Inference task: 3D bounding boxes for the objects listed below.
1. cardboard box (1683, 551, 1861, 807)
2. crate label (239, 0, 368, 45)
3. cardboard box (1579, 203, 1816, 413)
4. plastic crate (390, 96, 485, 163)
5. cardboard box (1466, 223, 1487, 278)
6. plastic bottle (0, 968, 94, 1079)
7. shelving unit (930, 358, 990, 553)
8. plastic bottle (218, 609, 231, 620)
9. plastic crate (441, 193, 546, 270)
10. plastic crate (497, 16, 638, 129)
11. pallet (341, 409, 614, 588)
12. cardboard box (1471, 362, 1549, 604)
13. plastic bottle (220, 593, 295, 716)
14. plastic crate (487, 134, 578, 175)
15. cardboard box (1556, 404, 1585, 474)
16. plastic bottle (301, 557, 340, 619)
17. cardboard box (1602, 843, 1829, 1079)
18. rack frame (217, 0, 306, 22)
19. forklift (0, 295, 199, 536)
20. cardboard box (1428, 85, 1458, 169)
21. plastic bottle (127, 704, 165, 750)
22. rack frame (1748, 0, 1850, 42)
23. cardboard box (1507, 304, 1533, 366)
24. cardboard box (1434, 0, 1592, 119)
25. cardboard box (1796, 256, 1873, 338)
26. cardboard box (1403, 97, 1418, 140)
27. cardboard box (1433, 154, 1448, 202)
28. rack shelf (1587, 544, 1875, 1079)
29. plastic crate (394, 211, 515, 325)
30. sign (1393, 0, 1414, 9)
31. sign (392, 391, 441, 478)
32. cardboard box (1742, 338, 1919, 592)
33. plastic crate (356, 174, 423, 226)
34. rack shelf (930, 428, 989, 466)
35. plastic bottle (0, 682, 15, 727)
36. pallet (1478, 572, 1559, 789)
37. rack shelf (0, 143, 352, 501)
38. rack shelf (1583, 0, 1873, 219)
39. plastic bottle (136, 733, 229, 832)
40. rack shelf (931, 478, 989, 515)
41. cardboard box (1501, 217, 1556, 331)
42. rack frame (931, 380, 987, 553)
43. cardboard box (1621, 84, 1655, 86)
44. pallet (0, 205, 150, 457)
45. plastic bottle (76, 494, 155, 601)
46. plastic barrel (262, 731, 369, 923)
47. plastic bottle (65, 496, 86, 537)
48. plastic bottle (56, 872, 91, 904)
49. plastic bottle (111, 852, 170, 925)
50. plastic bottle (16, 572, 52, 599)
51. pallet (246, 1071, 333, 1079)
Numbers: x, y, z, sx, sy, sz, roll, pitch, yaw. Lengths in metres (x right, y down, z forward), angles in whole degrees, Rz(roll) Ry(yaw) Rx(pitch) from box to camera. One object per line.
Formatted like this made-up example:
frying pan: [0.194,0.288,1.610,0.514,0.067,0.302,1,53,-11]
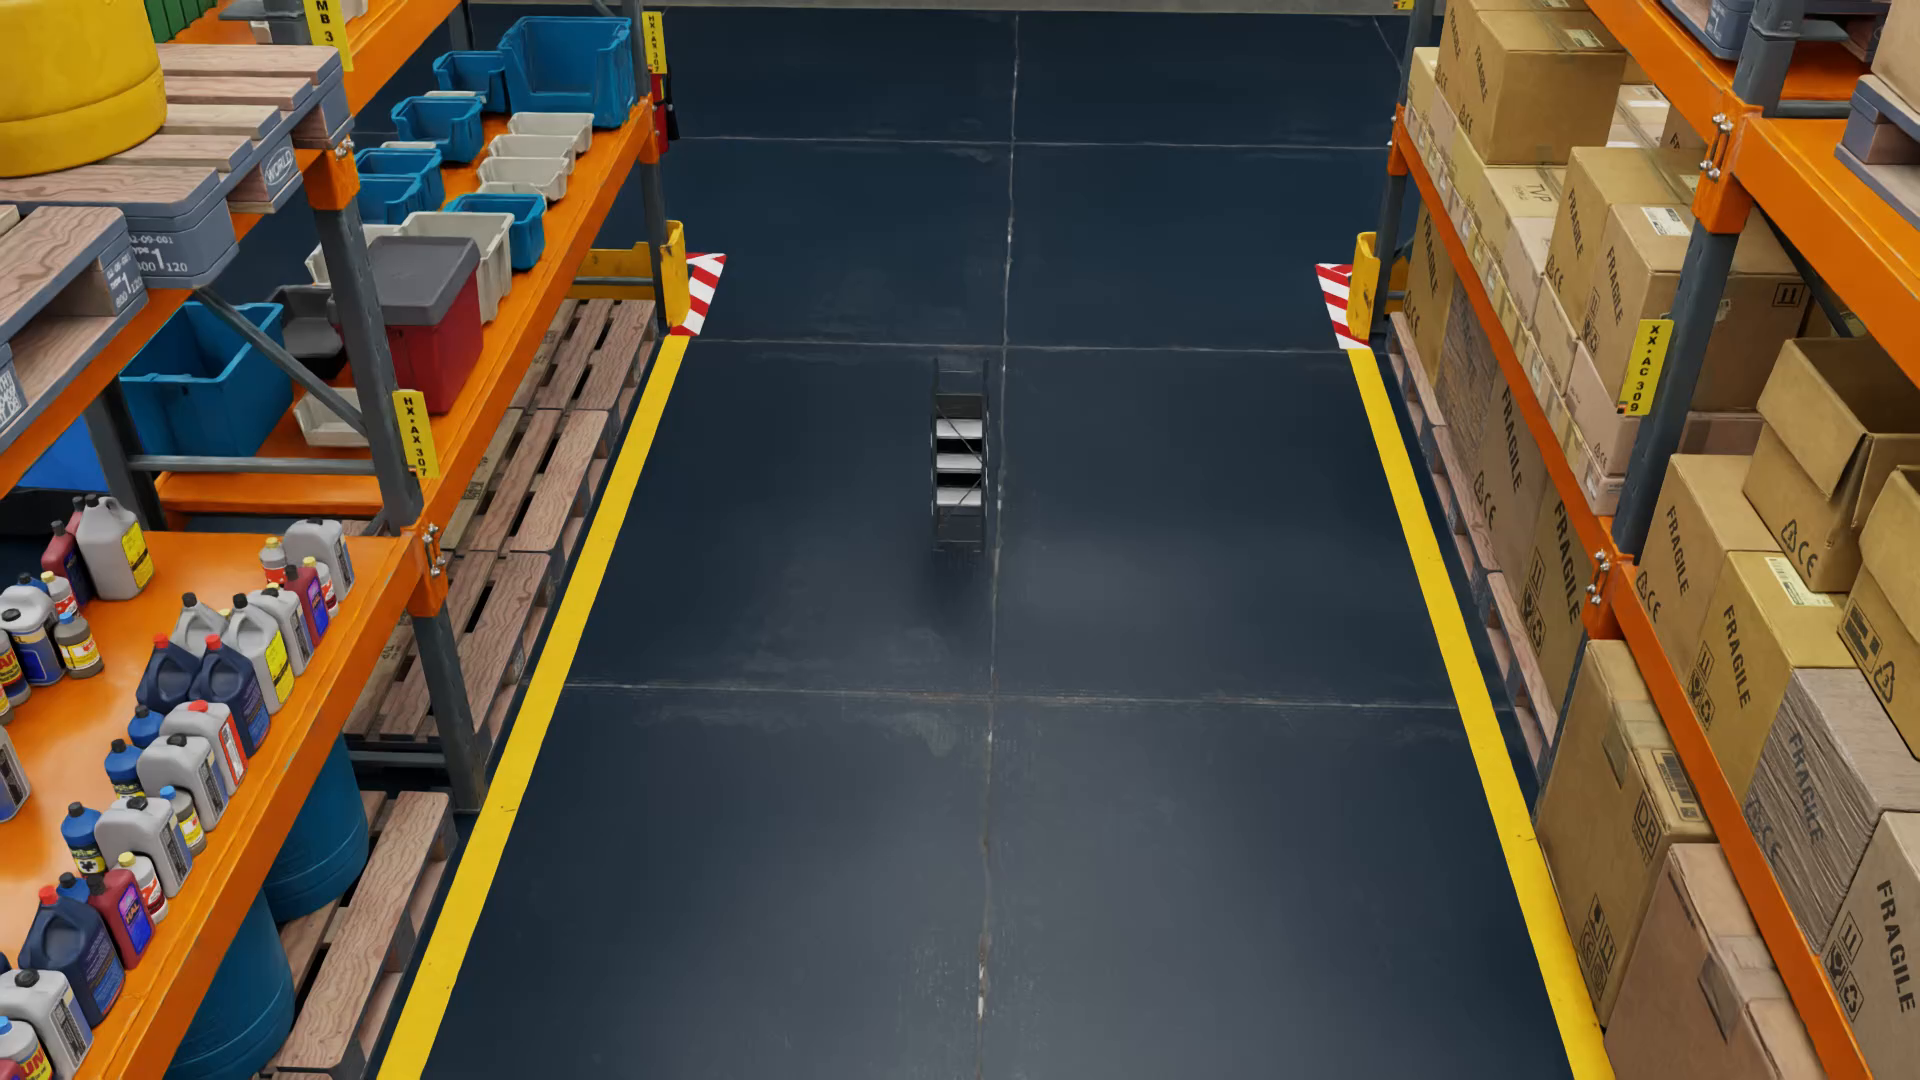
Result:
cardboard box: [2.353,0.381,4.512,0.500,0.500,0.500,1,35,2]
crate label: [-2.000,-1.634,5.086,0.293,0.136,0.466,1,35,2]
cardboard box: [2.392,-0.763,5.446,0.500,0.500,0.500,2,35,3]
plastic crate: [-2.513,-1.982,8.054,0.416,0.233,0.300,1,35,2]
cardboard box: [2.397,-1.241,7.125,0.380,0.149,0.250,0,35,1]
plastic bottle: [-2.073,1.071,3.725,0.152,0.276,0.135,1,35,2]
shelving unit: [0.000,-0.373,7.498,0.258,0.900,0.210,1,35,2]
plastic bottle: [-2.142,0.293,4.897,0.097,0.201,0.097,0,35,0]
plastic crate: [-1.974,-1.308,7.096,0.416,0.233,0.300,1,35,2]
plastic crate: [-1.975,-2.380,8.445,0.616,0.435,0.499,1,35,2]
pallet: [-2.272,-0.225,7.887,1.003,0.211,1.213,1,35,2]
cardboard box: [2.783,-0.322,7.083,0.875,0.875,0.875,1,35,2]
plastic bottle: [-2.019,0.316,4.735,0.144,0.351,0.185,1,35,2]
plastic crate: [-2.026,-1.816,7.902,0.396,0.136,0.243,1,35,2]
cardboard box: [2.335,-0.354,5.863,0.380,0.149,0.250,2,35,3]
plastic bottle: [-1.979,0.143,5.111,0.097,0.201,0.097,0,35,0]
cardboard box: [2.600,1.454,4.556,1.225,0.875,0.875,0,35,0]
rack frame: [-2.309,-2.694,3.758,1.000,3.000,0.127,1,35,2]
forklift: [-5.202,-1.546,7.401,3.031,2.935,1.130,4,35,5]
cardboard box: [2.498,-1.916,7.739,0.500,0.250,0.500,1,35,1]
plastic bottle: [-2.162,0.554,4.465,0.097,0.271,0.097,0,35,0]
rack frame: [2.640,-2.580,3.595,1.000,3.000,0.127,1,35,2]
cardboard box: [2.366,-0.797,6.493,0.380,0.149,0.250,2,35,3]
cardboard box: [2.492,-2.234,7.540,0.500,0.500,0.500,1,35,1]
cardboard box: [2.915,-0.762,5.445,0.500,0.500,0.500,1,35,2]
cardboard box: [2.457,-2.124,8.383,0.380,0.149,0.250,2,35,2]
cardboard box: [2.429,-1.680,7.750,0.380,0.149,0.250,1,35,1]
rack shelf: [2.560,1.318,3.892,1.077,0.370,4.000,1,35,2]
plastic crate: [-2.063,-1.089,6.742,0.437,0.282,0.530,1,35,2]
sign: [2.247,-2.826,8.341,0.100,0.325,0.005,1,35,2]
sign: [-1.759,-0.339,5.383,0.100,0.325,0.005,1,35,2]
cardboard box: [2.623,-0.210,4.480,0.797,0.503,0.637,0,35,1]
plastic crate: [-2.552,-1.431,7.271,0.416,0.233,0.300,1,35,2]
rack shelf: [0.000,-0.419,7.465,0.258,0.077,0.200,1,35,2]
plastic bottle: [-2.759,0.431,4.701,0.097,0.201,0.097,0,35,0]
pallet: [2.749,0.580,6.741,1.003,0.211,1.213,1,35,2]
rack shelf: [-2.389,-0.024,3.192,1.077,0.370,4.000,1,35,2]
rack shelf: [2.721,-2.207,6.299,1.077,0.370,4.000,1,35,2]
plastic bottle: [-2.042,0.622,4.365,0.152,0.276,0.135,1,35,2]
rack shelf: [0.000,-0.198,7.621,0.258,0.077,0.200,1,35,2]
cardboard box: [2.434,-1.036,6.487,0.500,0.250,0.500,2,35,3]
rack frame: [-0.004,-0.314,7.415,0.240,0.900,0.006,1,35,2]
cardboard box: [3.047,-2.199,8.142,0.500,0.250,0.500,1,35,1]
pallet: [-2.285,-0.286,3.103,1.003,0.211,1.213,1,35,2]
plastic bottle: [-2.648,-0.002,5.187,0.144,0.351,0.185,1,35,2]
plastic barrel: [-2.348,0.759,5.521,0.600,0.901,0.708,1,35,2]
plastic bottle: [-2.750,0.009,5.230,0.061,0.283,0.133,1,35,2]
plastic bottle: [-2.095,0.899,3.973,0.097,0.271,0.097,0,35,0]
plastic bottle: [-2.028,0.853,4.101,0.097,0.201,0.097,0,35,0]
plastic bottle: [-2.745,0.213,4.950,0.097,0.271,0.097,0,35,0]
pallet: [-2.428,2.046,4.655,1.003,0.211,1.213,1,35,2]
